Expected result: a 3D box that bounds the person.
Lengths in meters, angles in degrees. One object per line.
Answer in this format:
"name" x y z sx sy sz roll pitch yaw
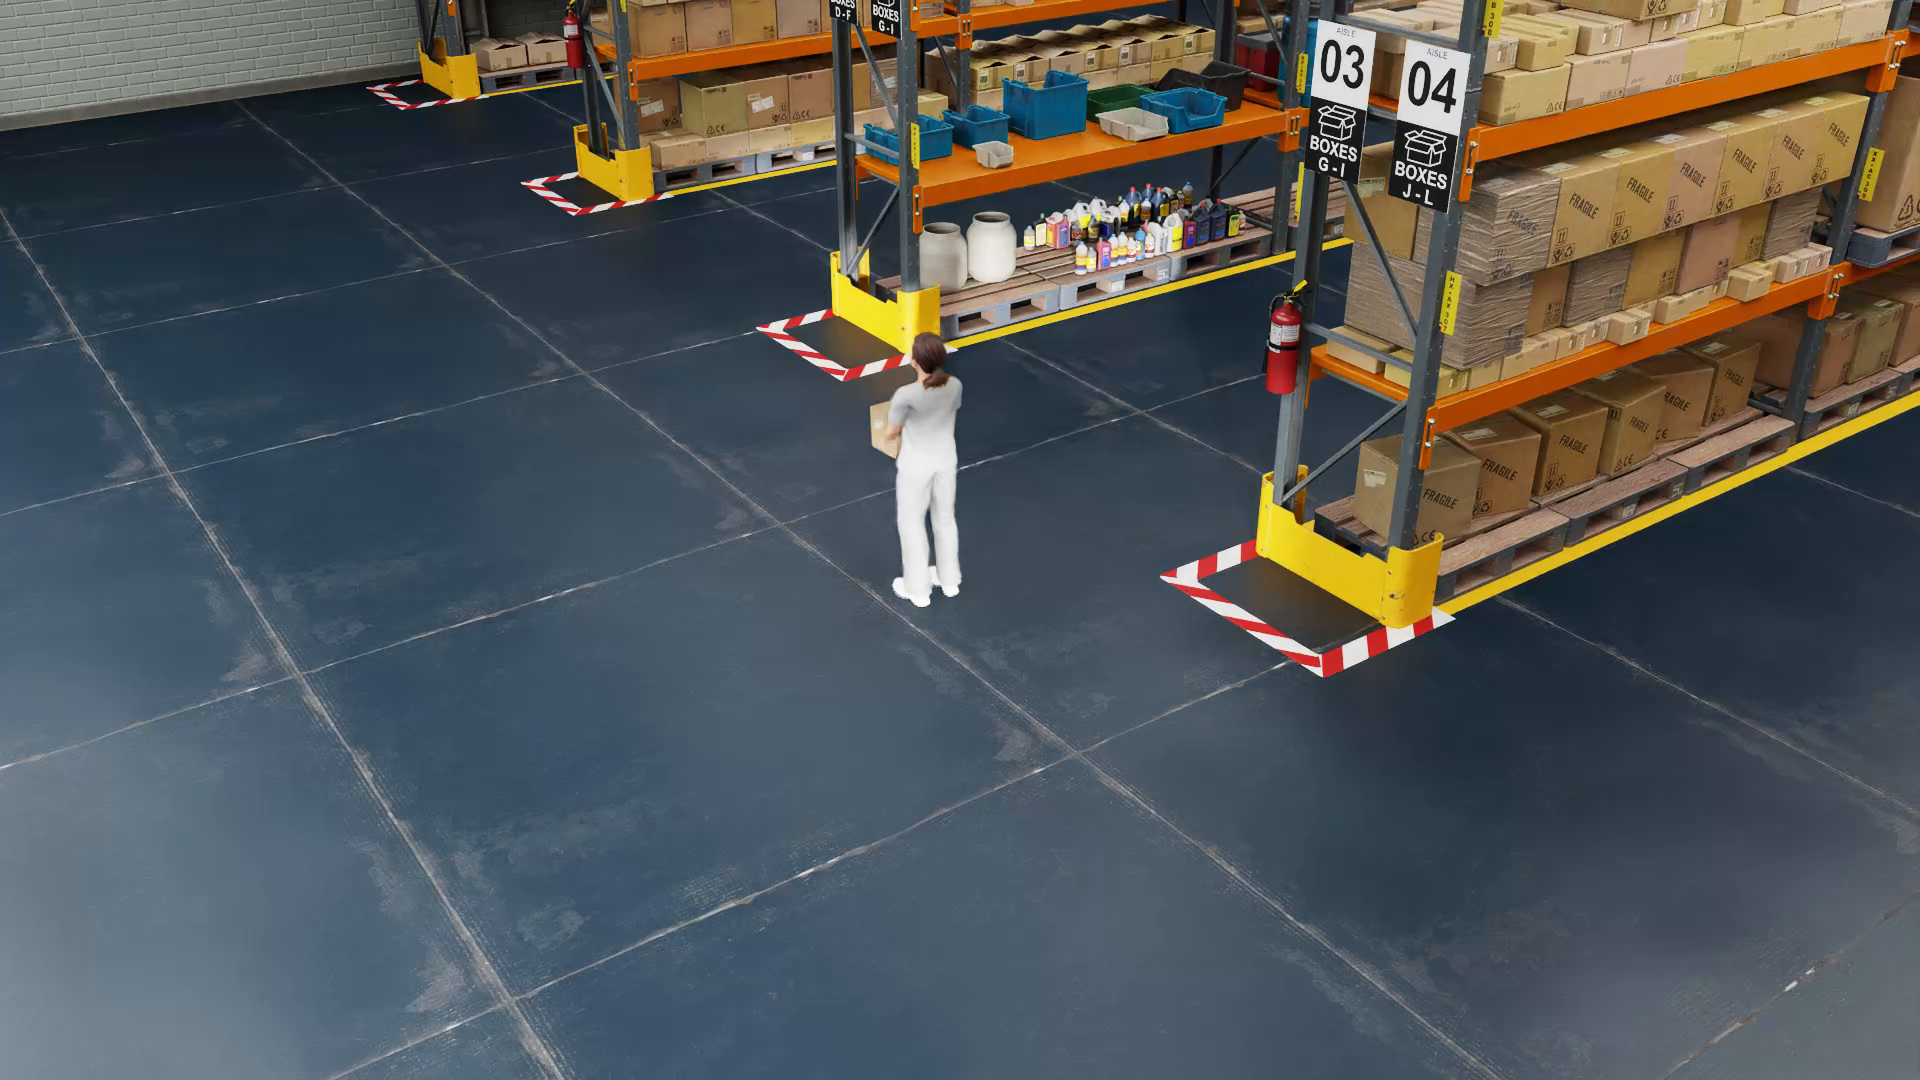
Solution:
"person" -0.221 -0.432 9.416 0.445 1.673 0.544 -14 32 -24
